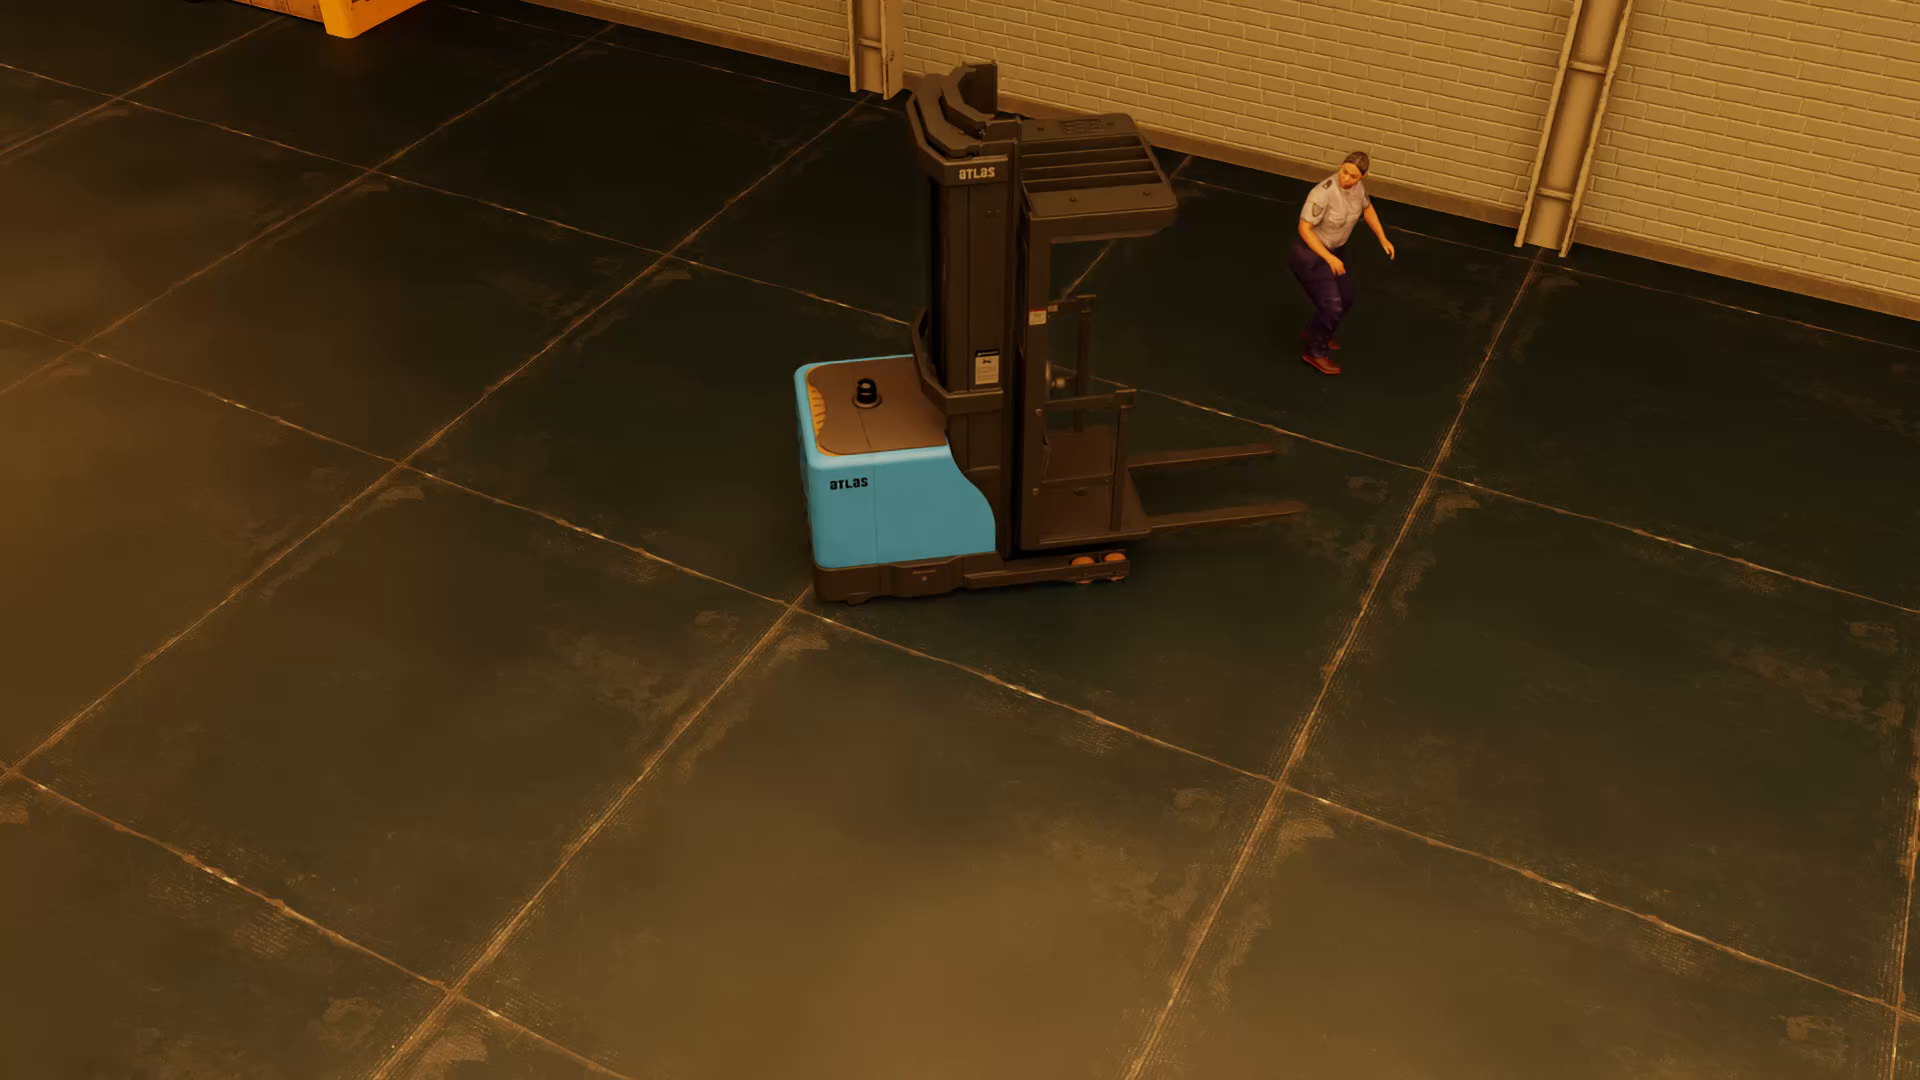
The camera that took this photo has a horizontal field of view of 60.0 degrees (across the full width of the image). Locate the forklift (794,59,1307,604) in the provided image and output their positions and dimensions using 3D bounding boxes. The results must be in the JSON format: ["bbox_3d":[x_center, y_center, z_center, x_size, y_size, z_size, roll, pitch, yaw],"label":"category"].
[{"bbox_3d":[0.569,-1.191,9.400,3.031,2.935,1.130,-6,40,-7],"label":"forklift"}]

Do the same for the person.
[{"bbox_3d":[2.573,-1.908,11.327,0.571,1.606,0.720,29,48,30],"label":"person"}]
